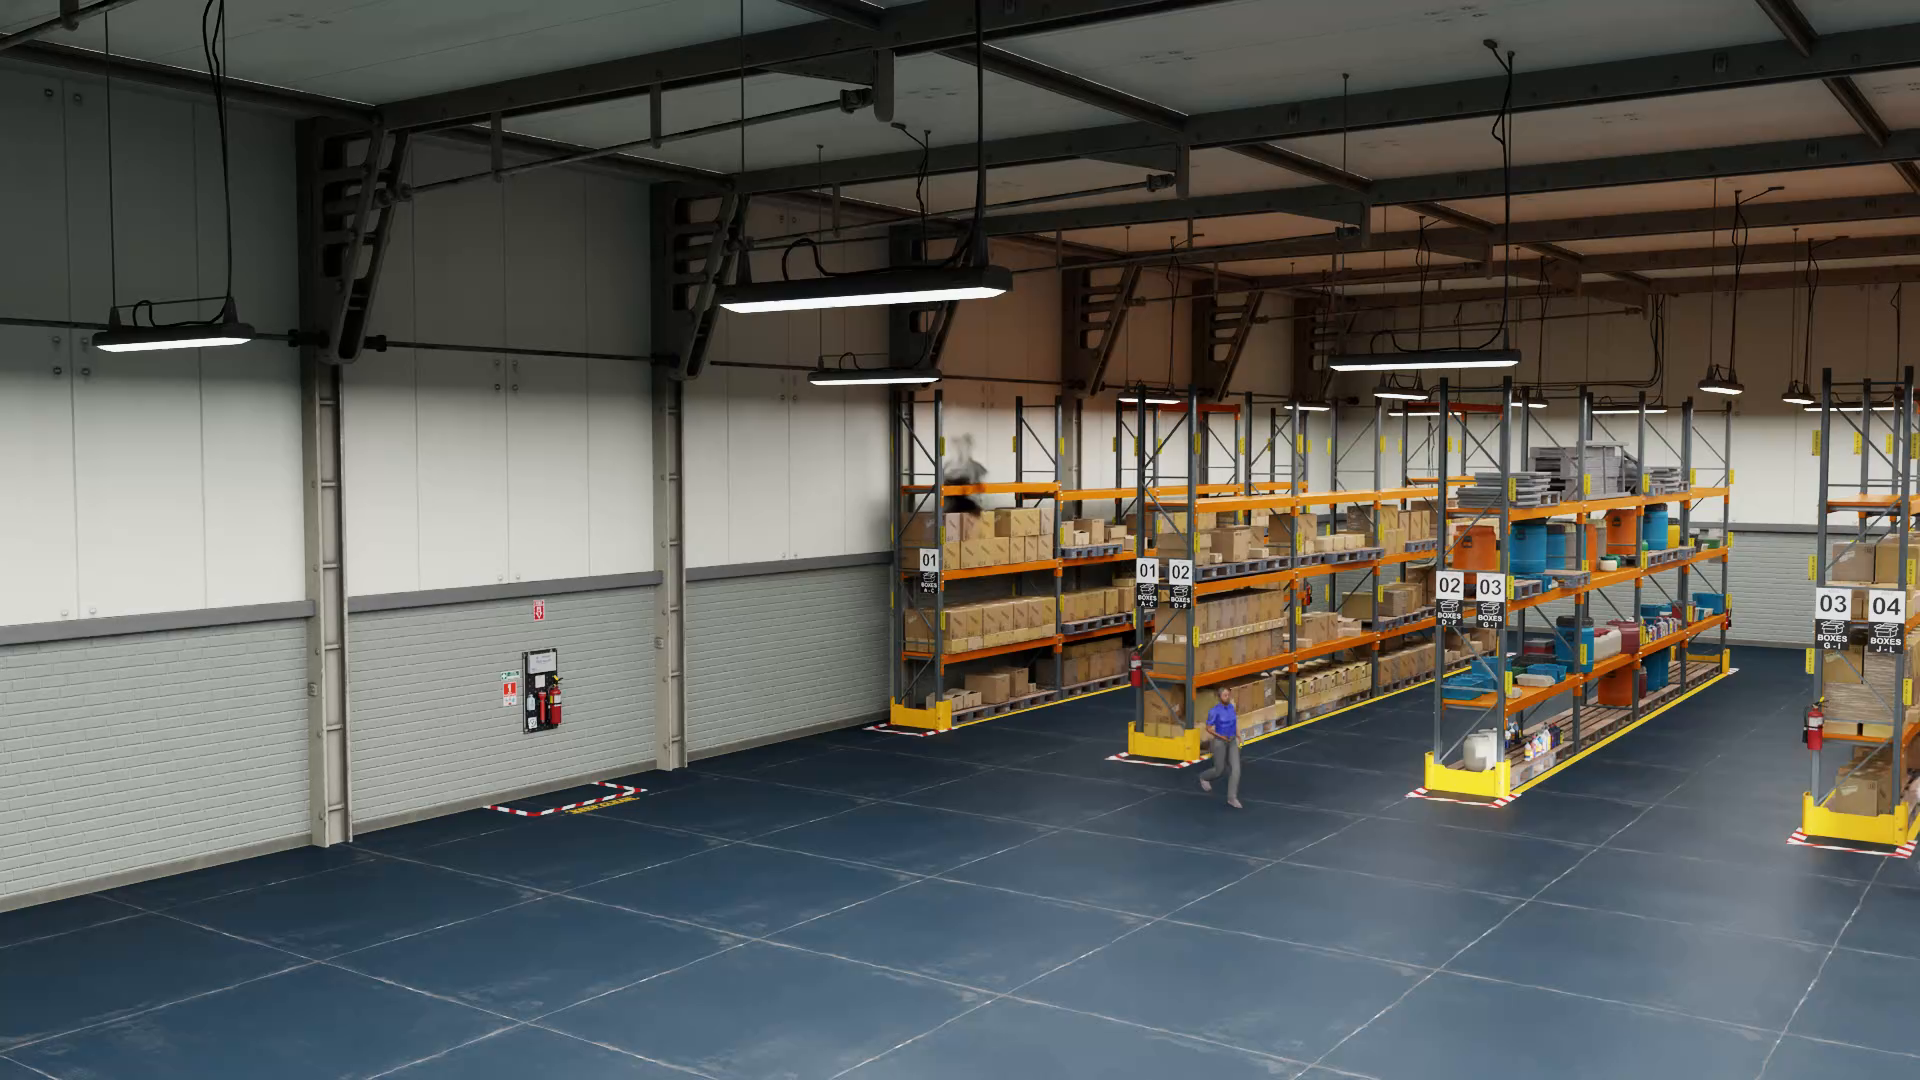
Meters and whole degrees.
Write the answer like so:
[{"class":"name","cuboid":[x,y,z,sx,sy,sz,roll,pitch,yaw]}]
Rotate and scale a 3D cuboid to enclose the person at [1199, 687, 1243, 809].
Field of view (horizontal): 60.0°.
[{"class":"person","cuboid":[3.698,2.887,23.334,0.590,1.651,0.856,-2,4,-27]}]
